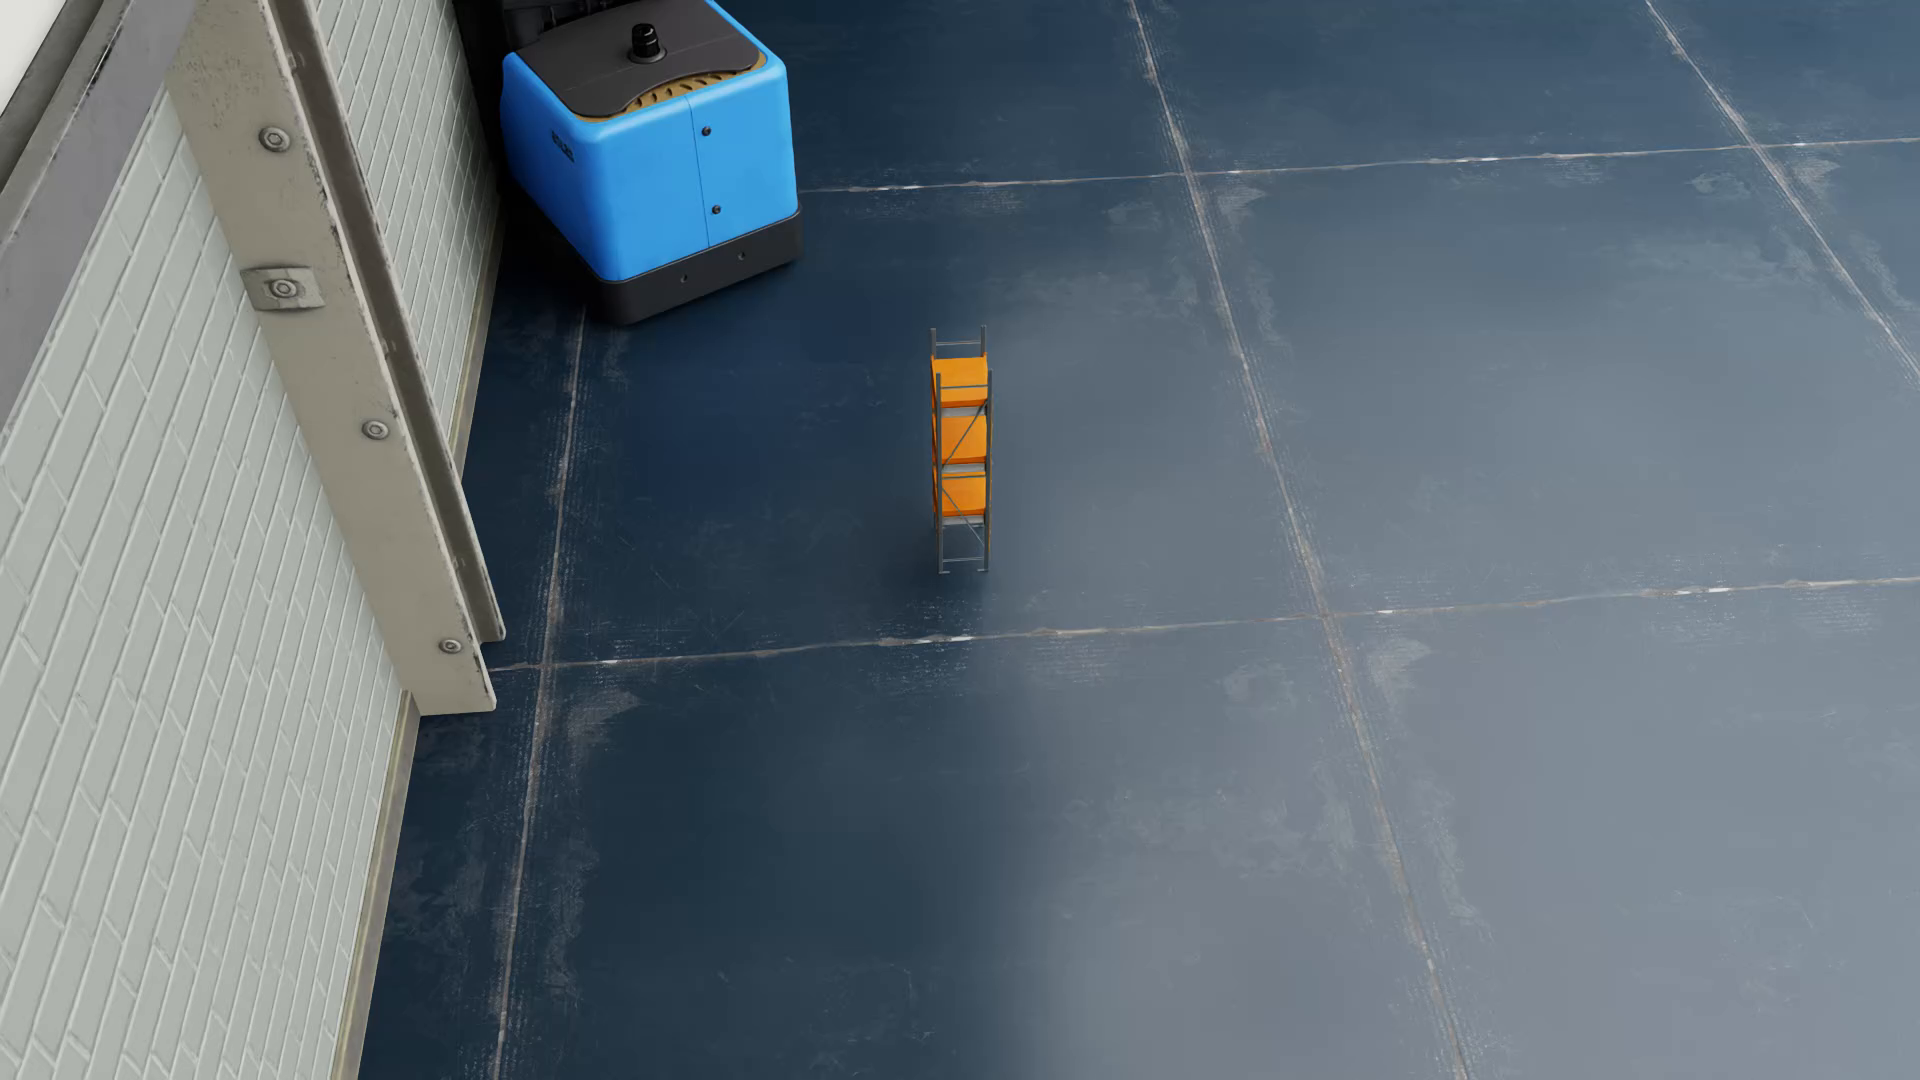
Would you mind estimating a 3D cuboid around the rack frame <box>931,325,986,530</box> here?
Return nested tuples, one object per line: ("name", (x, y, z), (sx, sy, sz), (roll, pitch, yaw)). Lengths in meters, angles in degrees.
("rack frame", (-0.006, -0.411, 6.416), (0.200, 1.050, 0.008), (-3, 47, -3))

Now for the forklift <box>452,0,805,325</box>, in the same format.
("forklift", (-1.987, -3.031, 7.601), (1.130, 2.935, 3.031), (-26, 52, -23))

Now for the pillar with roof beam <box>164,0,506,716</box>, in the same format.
("pillar with roof beam", (2.399, -2.859, 3.260), (9.100, 9.000, 0.400), (-3, 47, -3))

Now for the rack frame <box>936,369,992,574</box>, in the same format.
("rack frame", (0.015, -0.234, 6.249), (0.200, 1.050, 0.008), (-3, 47, -3))

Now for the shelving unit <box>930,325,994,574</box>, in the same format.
("shelving unit", (0.005, -0.322, 6.332), (0.215, 1.050, 0.252), (-3, 47, -3))

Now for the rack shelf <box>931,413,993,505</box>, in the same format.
("rack shelf", (0.005, -0.315, 6.340), (0.215, 0.259, 0.240), (-3, 47, -3))

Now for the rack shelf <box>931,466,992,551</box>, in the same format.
("rack shelf", (0.004, -0.124, 6.542), (0.215, 0.259, 0.240), (-3, 47, -3))

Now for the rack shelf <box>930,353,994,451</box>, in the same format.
("rack shelf", (0.005, -0.510, 6.134), (0.215, 0.259, 0.240), (-3, 47, -3))
